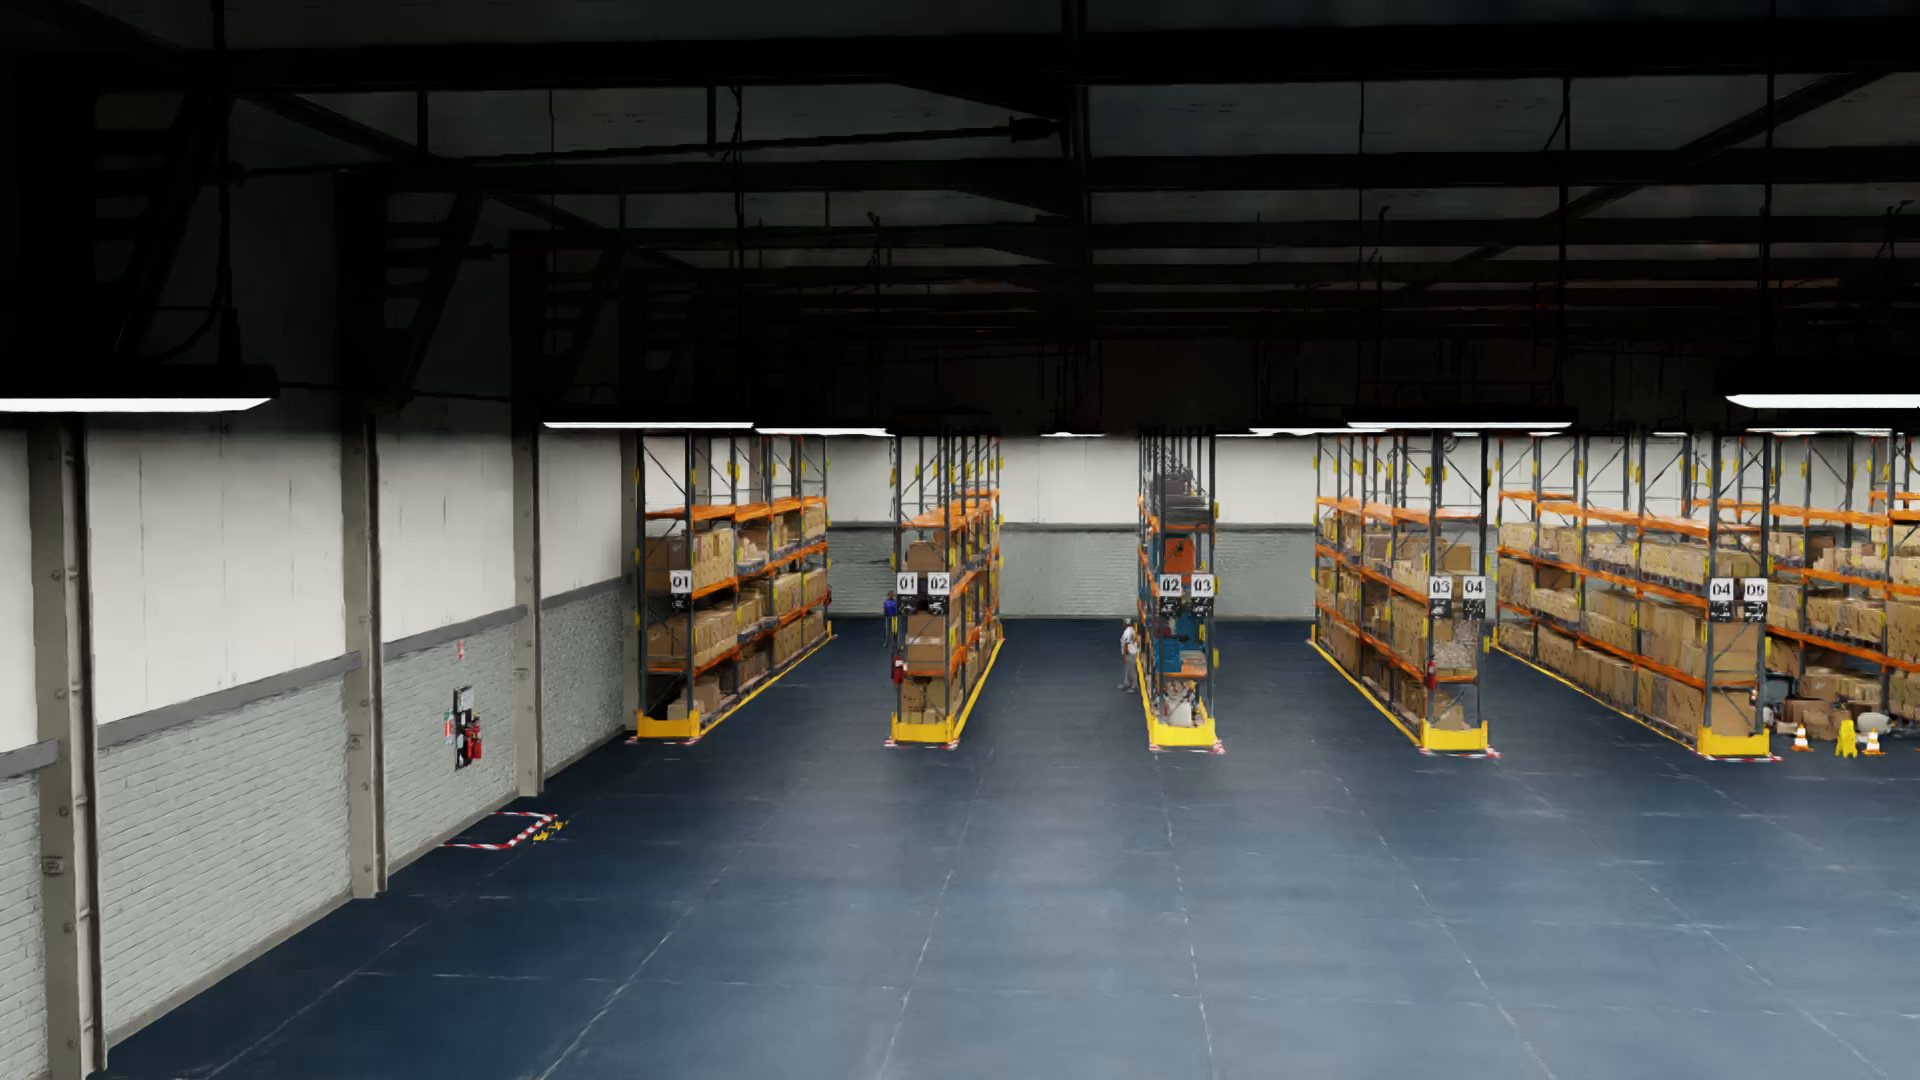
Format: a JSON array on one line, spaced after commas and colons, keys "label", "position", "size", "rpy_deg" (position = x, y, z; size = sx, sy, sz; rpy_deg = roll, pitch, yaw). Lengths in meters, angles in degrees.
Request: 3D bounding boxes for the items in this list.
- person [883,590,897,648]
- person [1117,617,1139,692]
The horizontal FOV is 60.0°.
[{"label": "person", "position": [-1.874, 2.146, 45.688], "size": [0.445, 1.560, 1.091], "rpy_deg": [0, 3, 2]}, {"label": "person", "position": [3.819, 2.583, 37.758], "size": [0.568, 1.655, 0.636], "rpy_deg": [1, 4, 18]}]
